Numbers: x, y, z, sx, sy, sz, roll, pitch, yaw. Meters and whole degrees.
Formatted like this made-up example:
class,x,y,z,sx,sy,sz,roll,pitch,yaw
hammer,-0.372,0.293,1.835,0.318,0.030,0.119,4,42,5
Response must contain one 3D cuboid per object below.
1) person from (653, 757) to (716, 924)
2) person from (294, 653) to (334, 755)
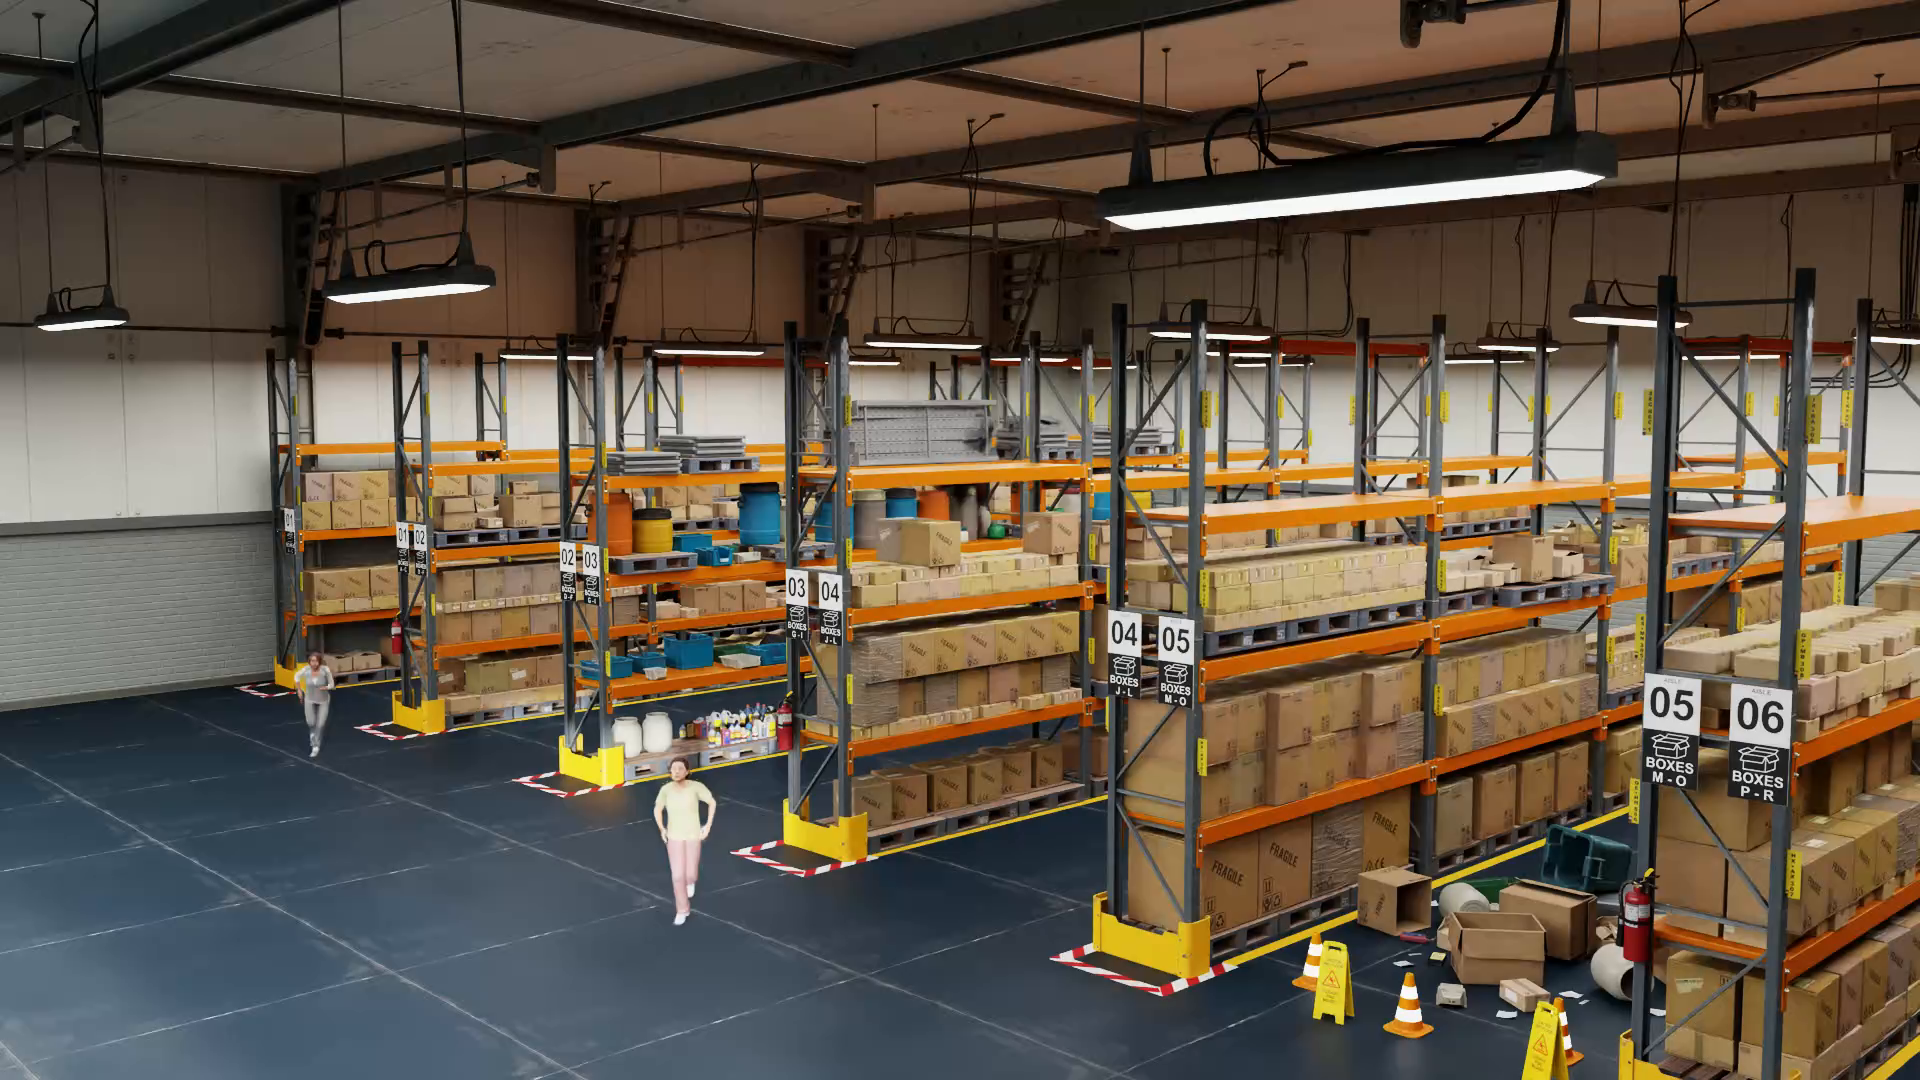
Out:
class,x,y,z,sx,sy,sz,roll,pitch,yaw
person,-2.722,2.935,16.461,0.604,1.641,0.621,0,5,-1
person,-9.230,2.353,23.801,0.525,1.529,0.679,-2,5,-22
